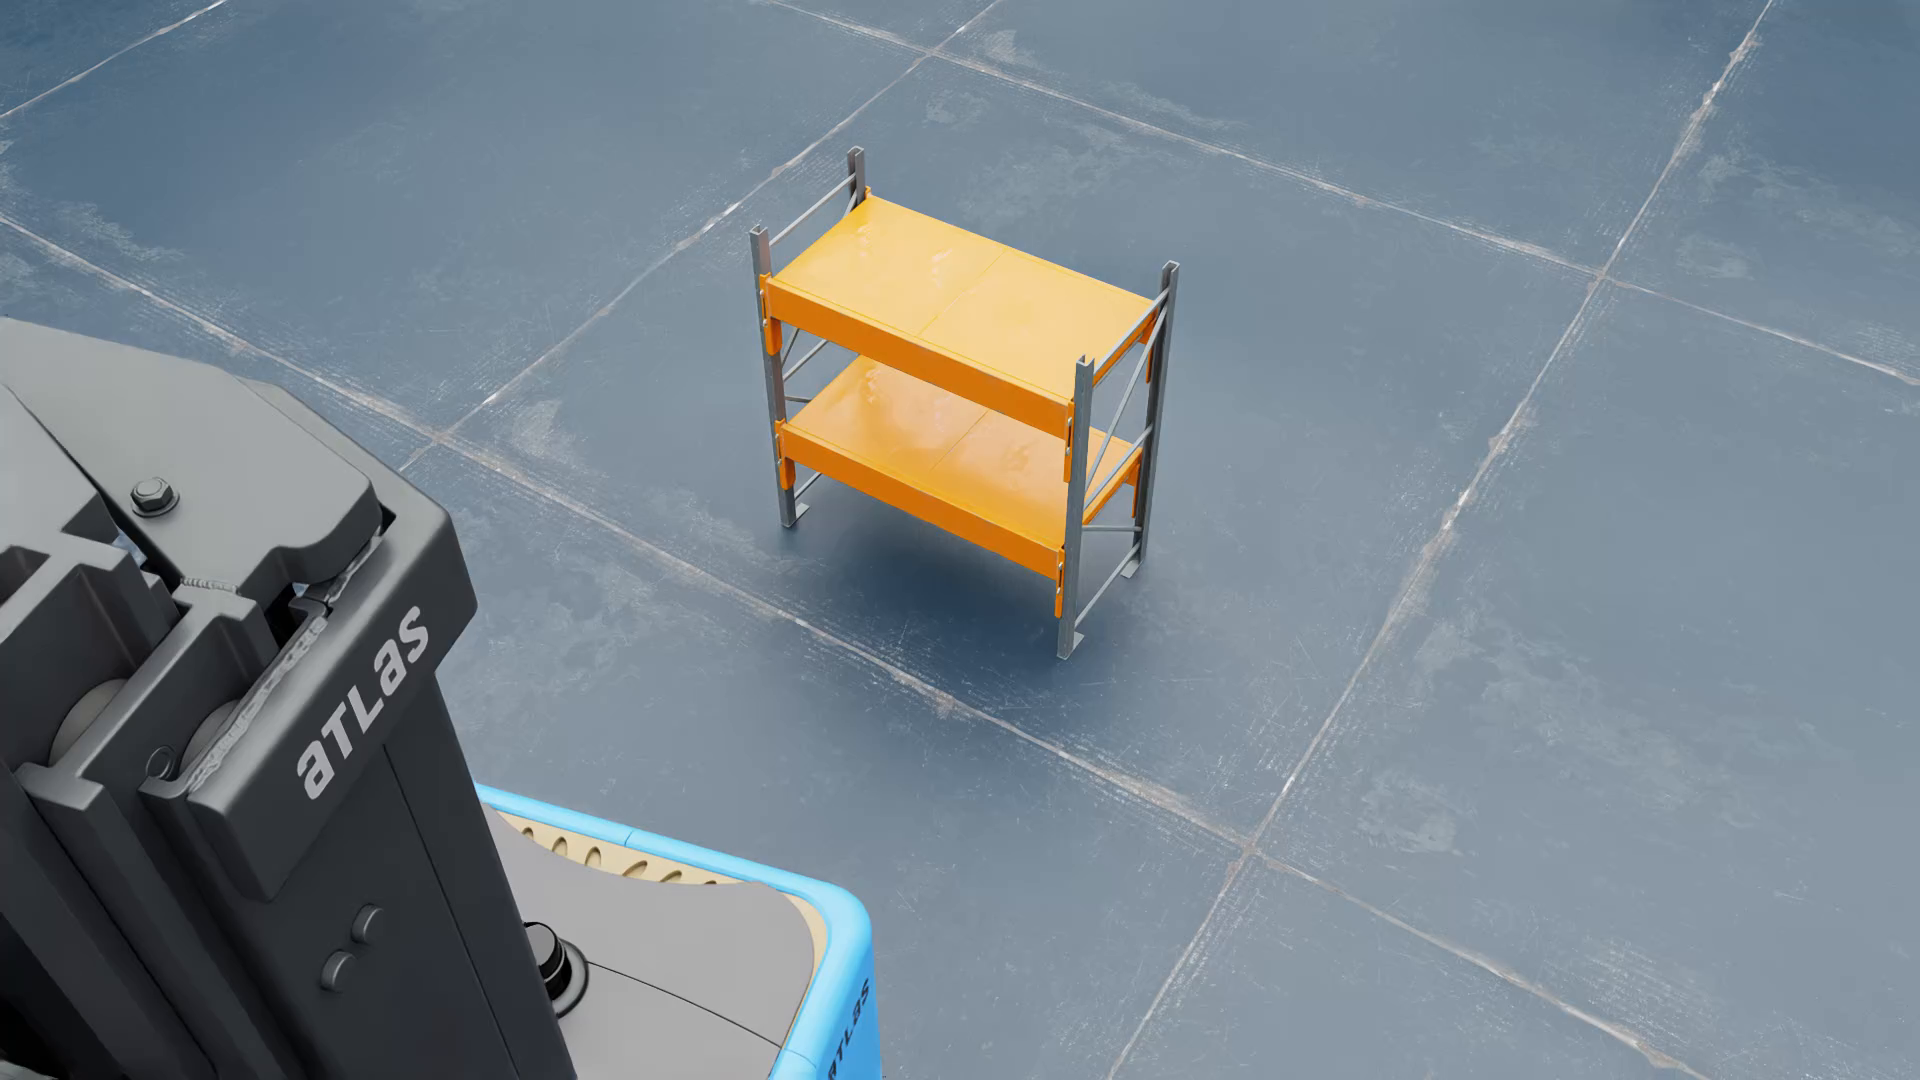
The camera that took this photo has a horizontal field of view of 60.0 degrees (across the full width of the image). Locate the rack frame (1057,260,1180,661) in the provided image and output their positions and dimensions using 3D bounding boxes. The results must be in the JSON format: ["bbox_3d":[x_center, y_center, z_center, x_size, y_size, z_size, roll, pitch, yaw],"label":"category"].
[{"bbox_3d":[0.434,-0.193,4.653,0.032,1.125,0.500,25,51,22],"label":"rack frame"}]

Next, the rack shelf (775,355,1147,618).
[{"bbox_3d":[0.006,-0.219,5.019,1.000,0.278,0.538,25,51,22],"label":"rack shelf"}]

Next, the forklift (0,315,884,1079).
[{"bbox_3d":[-1.088,1.293,1.950,1.130,2.935,3.031,13,47,12],"label":"forklift"}]

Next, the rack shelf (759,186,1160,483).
[{"bbox_3d":[0.006,-0.593,4.634,1.000,0.278,0.538,25,51,22],"label":"rack shelf"}]

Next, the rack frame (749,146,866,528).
[{"bbox_3d":[-0.422,-0.586,5.035,0.032,1.125,0.500,25,51,22],"label":"rack frame"}]

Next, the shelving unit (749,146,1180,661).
[{"bbox_3d":[0.006,-0.389,4.844,1.048,1.125,0.538,25,51,22],"label":"shelving unit"}]
